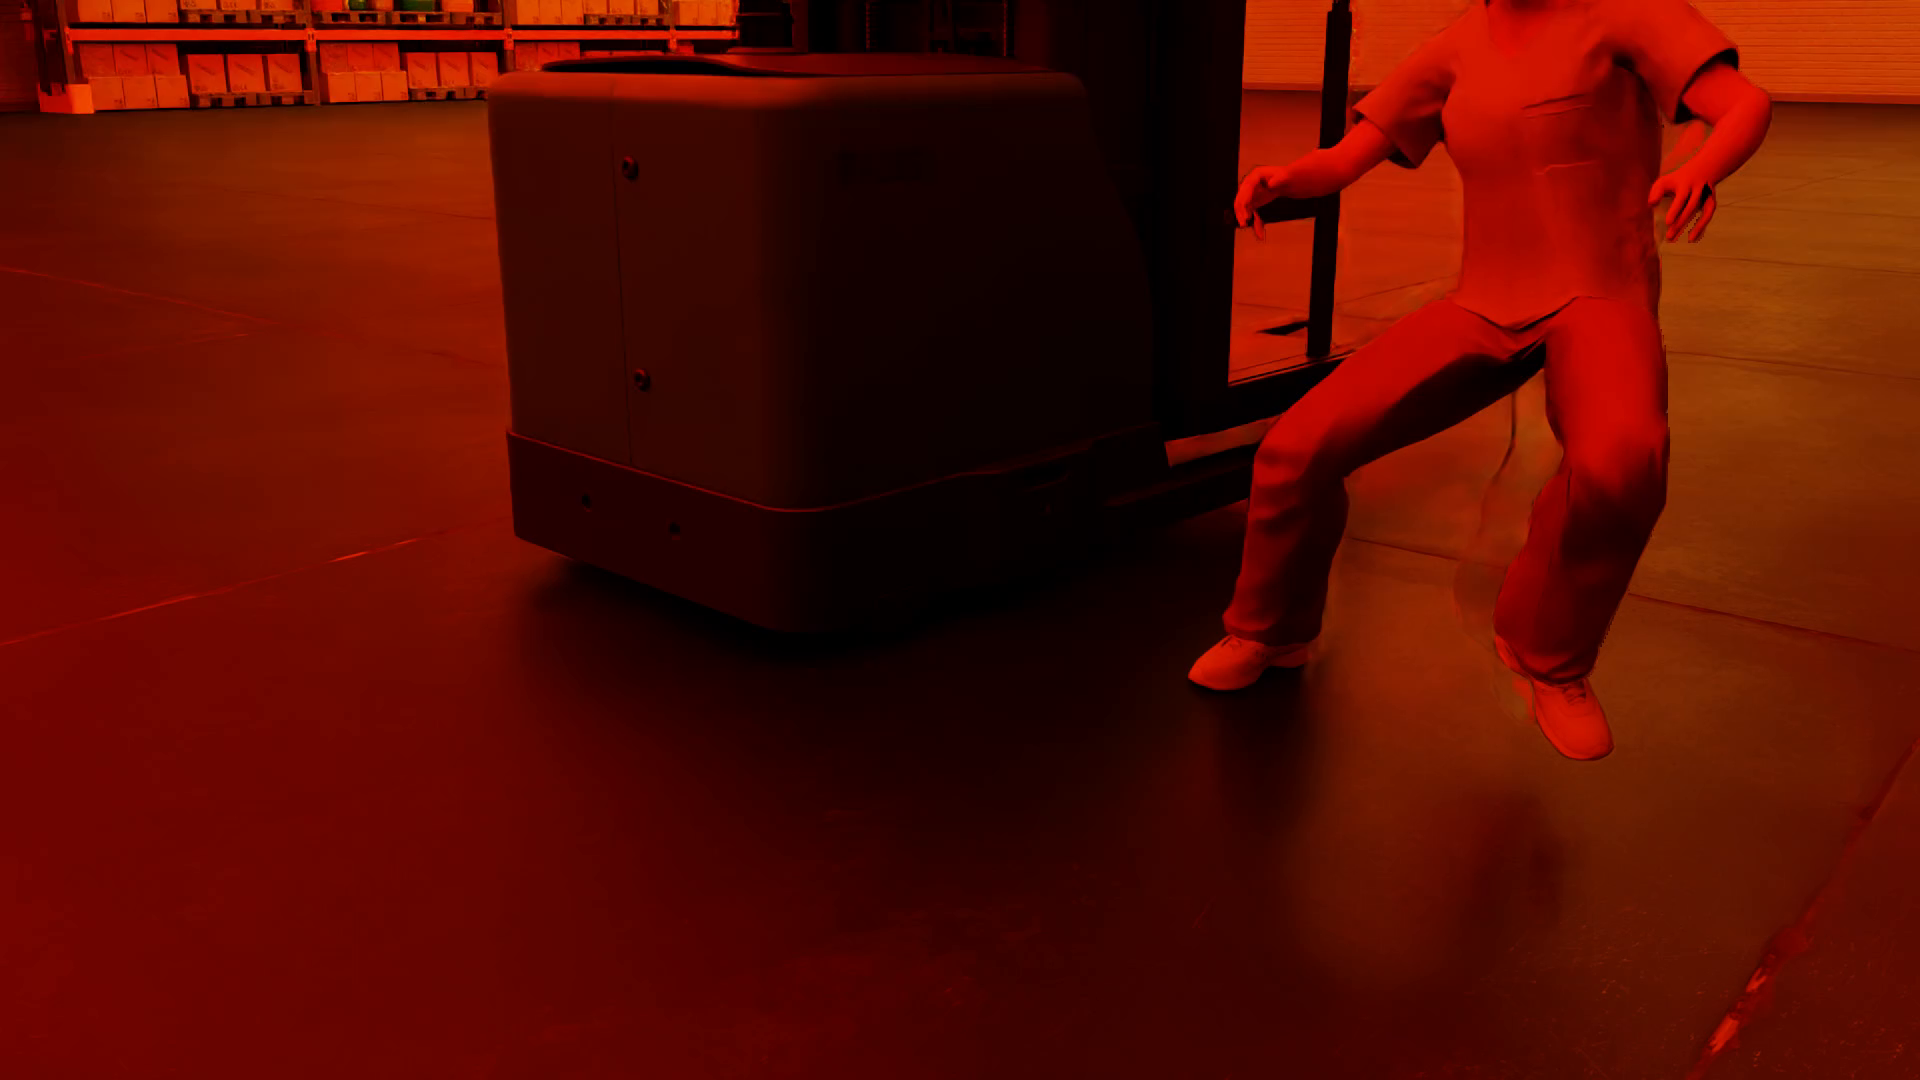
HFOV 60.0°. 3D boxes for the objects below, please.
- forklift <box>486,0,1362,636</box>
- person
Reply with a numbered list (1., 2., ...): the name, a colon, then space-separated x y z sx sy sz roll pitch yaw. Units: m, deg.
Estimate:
1. forklift: 0.374 -1.568 4.062 1.130 2.935 3.031 15 23 41
2. person: 0.801 -0.373 2.646 0.688 1.469 0.871 -14 22 -39
